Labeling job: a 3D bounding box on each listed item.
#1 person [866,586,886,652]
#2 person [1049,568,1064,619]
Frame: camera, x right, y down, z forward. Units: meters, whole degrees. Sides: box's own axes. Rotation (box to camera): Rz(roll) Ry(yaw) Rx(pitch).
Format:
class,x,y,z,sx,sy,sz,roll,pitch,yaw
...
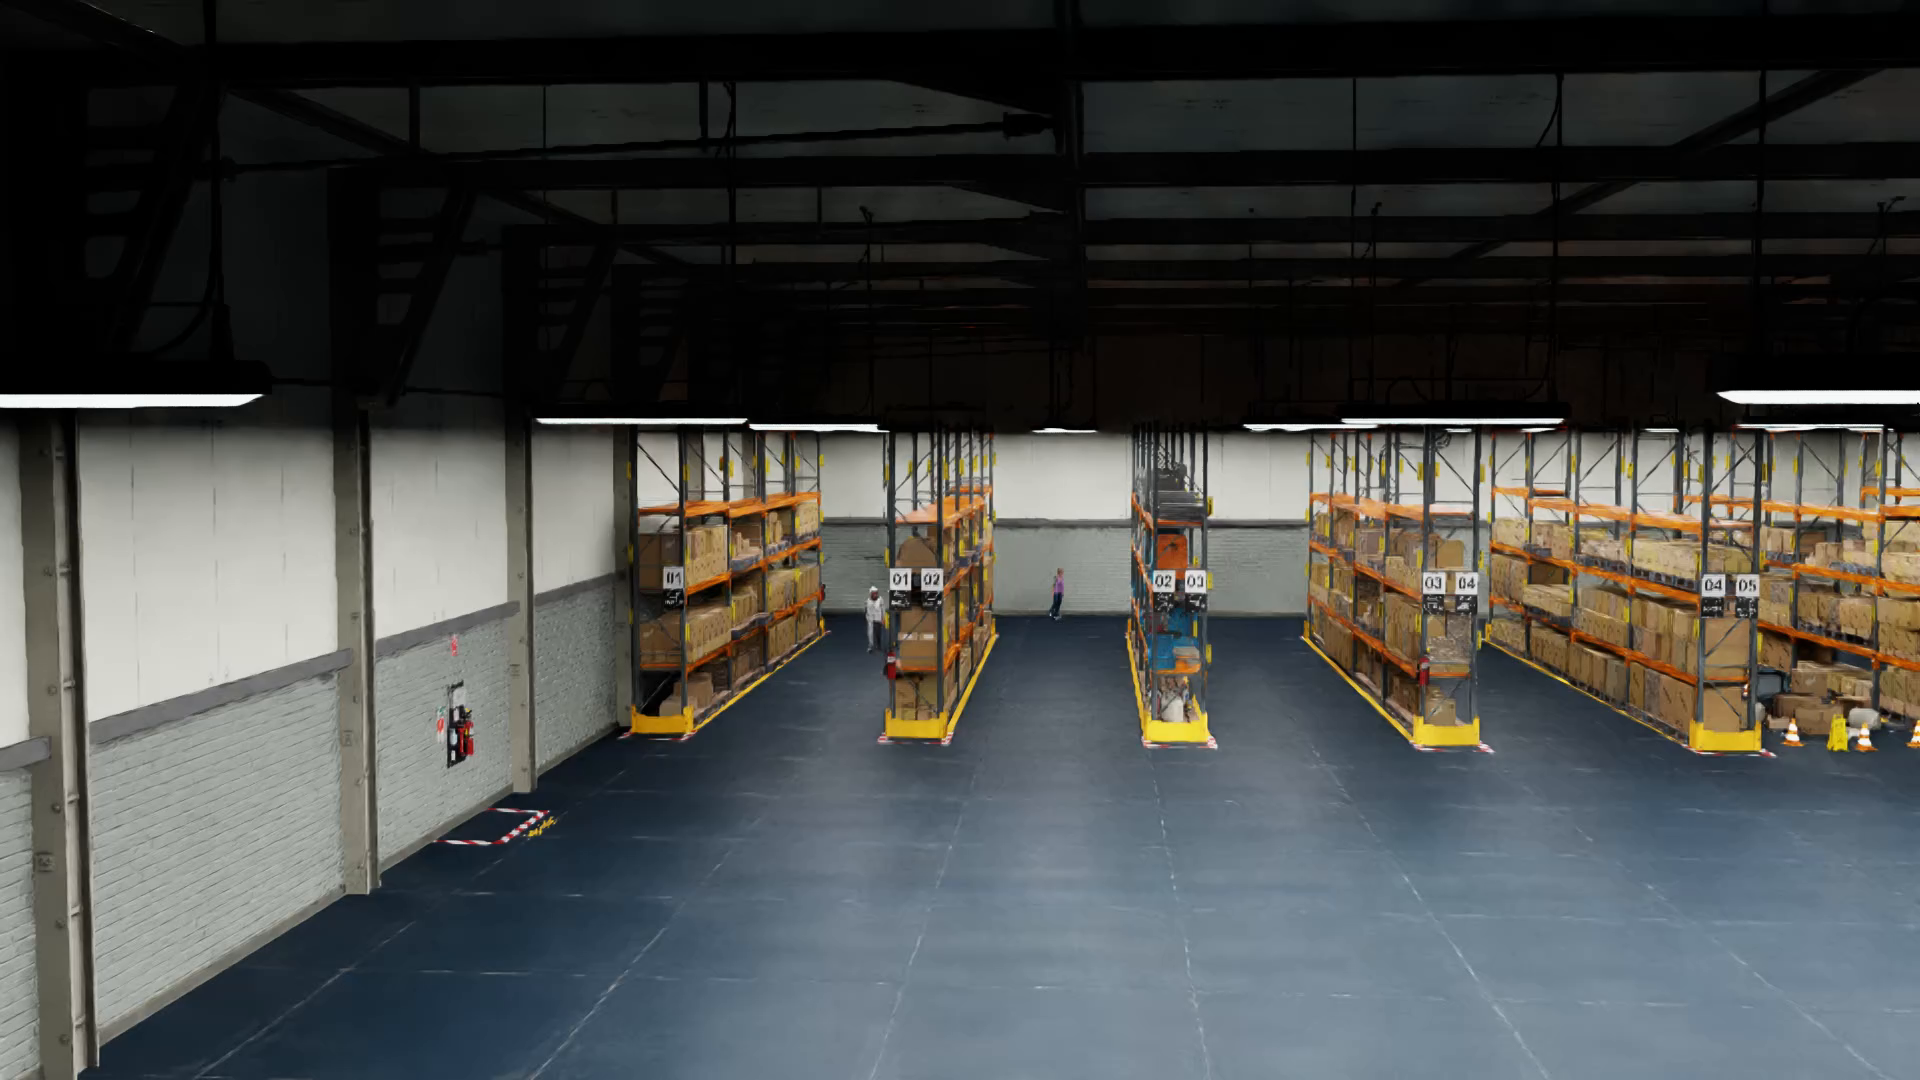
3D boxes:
class,x,y,z,sx,sy,sz,roll,pitch,yaw
person,-2.234,2.078,44.008,0.553,1.725,1.030,0,4,3
person,3.015,1.651,51.842,0.477,1.589,0.474,-2,4,-34
